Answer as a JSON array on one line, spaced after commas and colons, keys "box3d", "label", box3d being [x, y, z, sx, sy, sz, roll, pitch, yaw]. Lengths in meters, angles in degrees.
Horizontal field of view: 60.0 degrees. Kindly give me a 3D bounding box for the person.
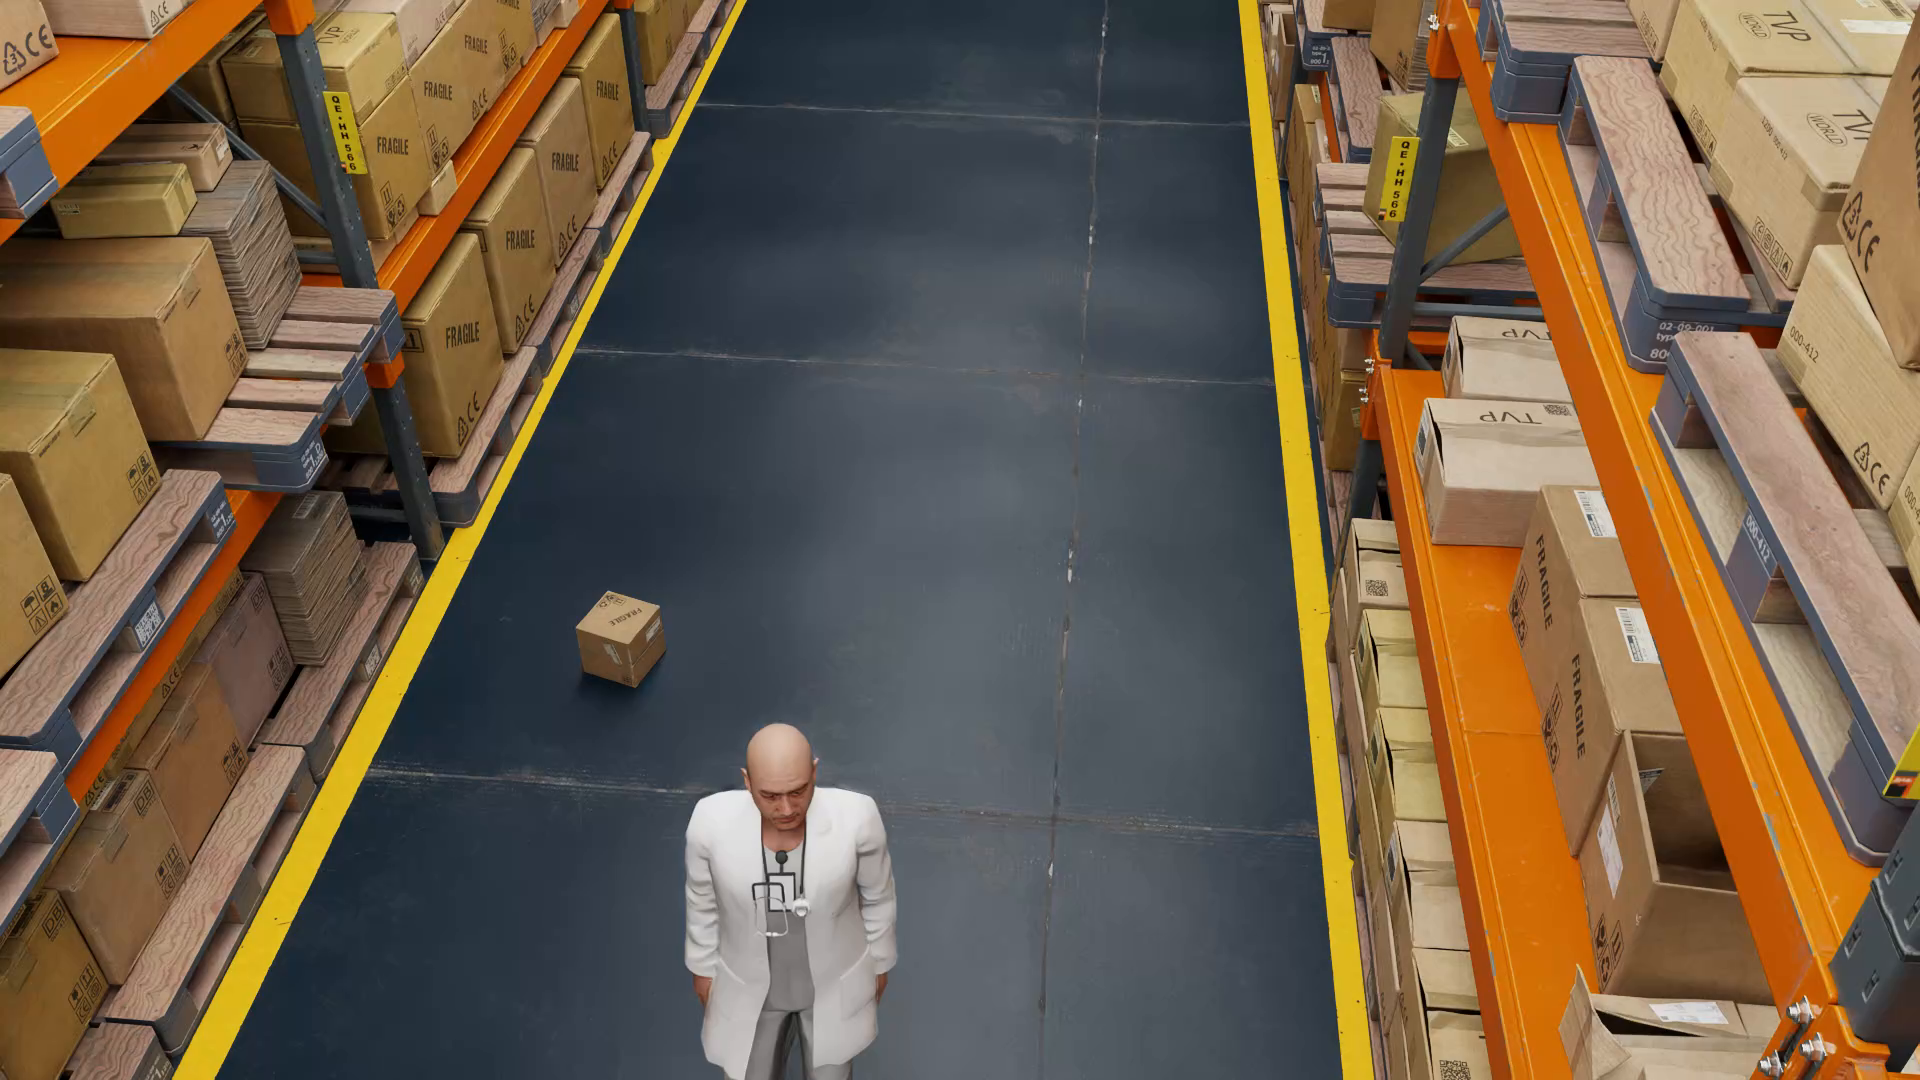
[{"box3d": [-0.473, 1.184, 4.686, 0.601, 1.770, 0.597, -2, 40, -3], "label": "person"}]
